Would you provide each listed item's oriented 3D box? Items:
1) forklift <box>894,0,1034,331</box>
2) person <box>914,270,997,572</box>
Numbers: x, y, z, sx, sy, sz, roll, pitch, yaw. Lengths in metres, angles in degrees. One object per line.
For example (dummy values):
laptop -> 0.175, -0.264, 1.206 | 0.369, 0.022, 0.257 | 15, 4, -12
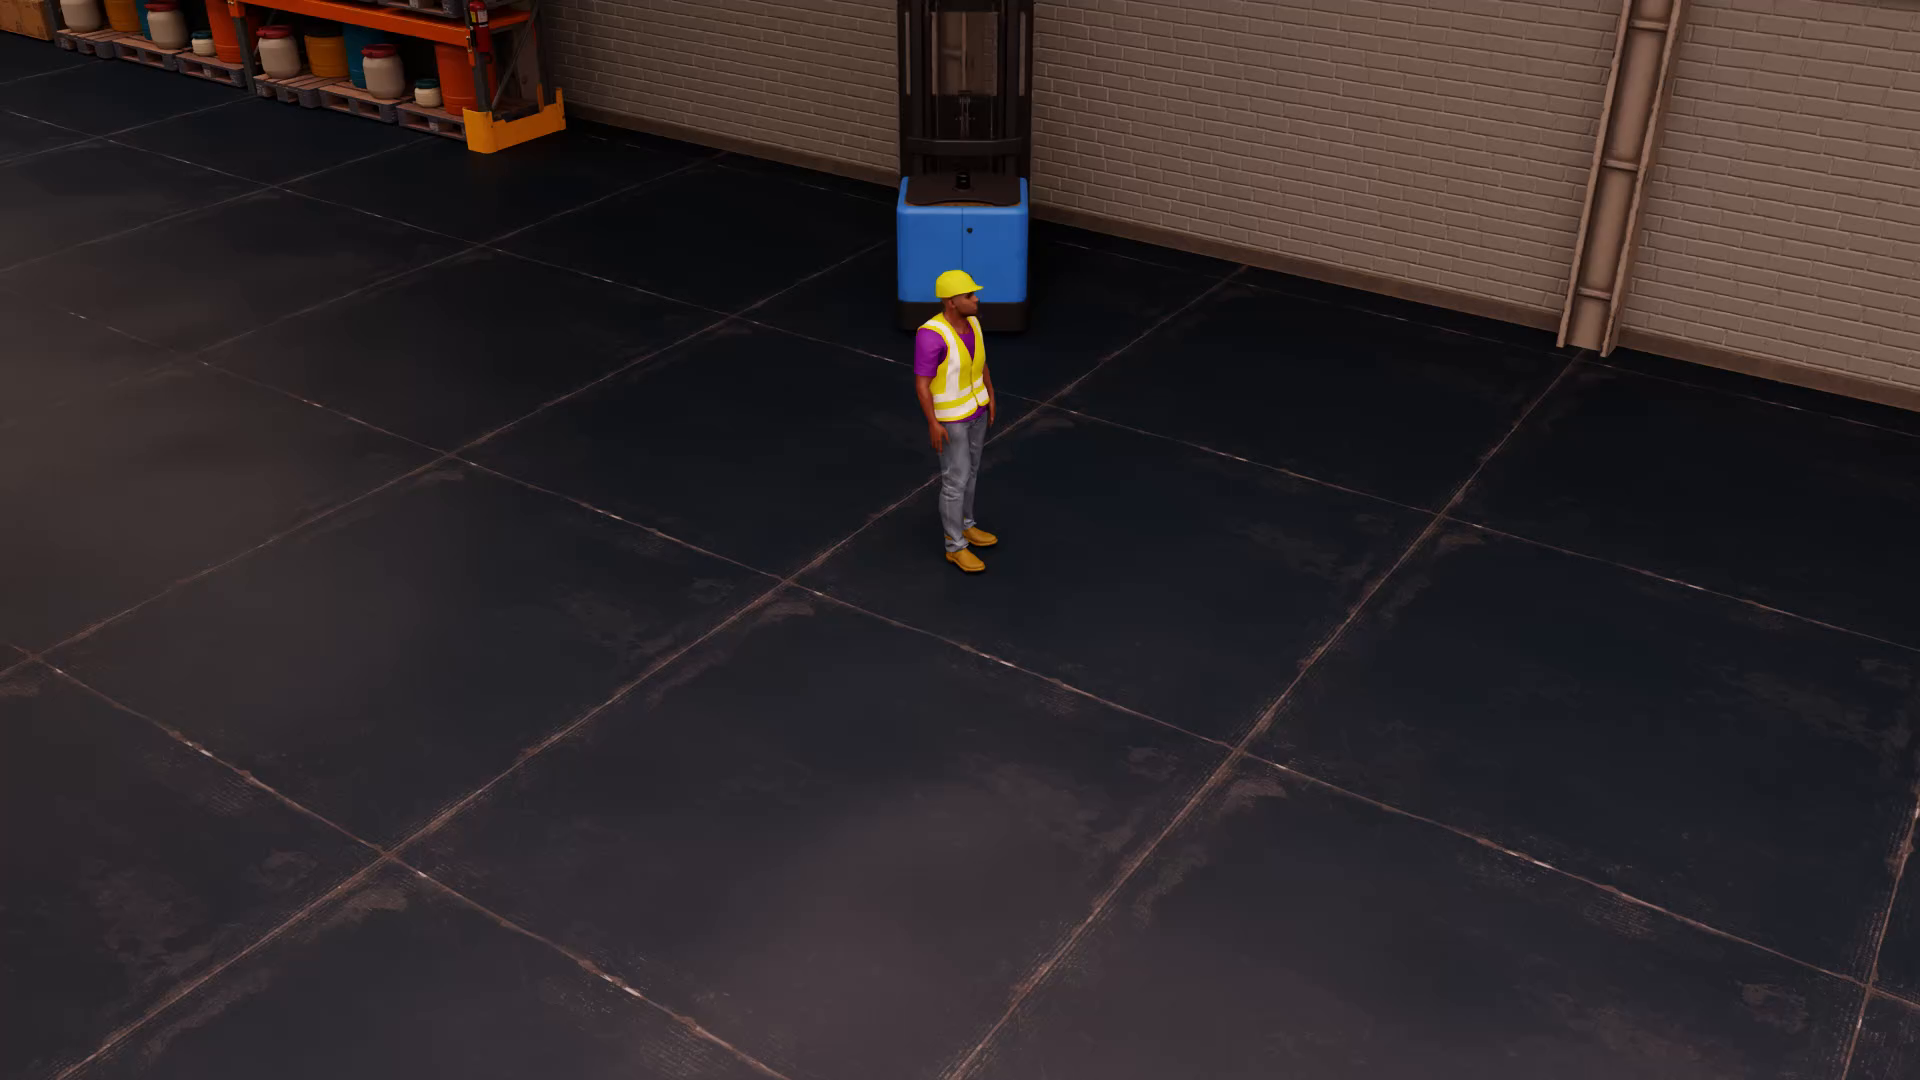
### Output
forklift -> 0.049, -3.626, 13.825 | 1.130, 2.935, 3.031 | 1, 30, 1
person -> 0.055, -0.748, 10.016 | 0.575, 1.768, 0.666 | 19, 35, 29
